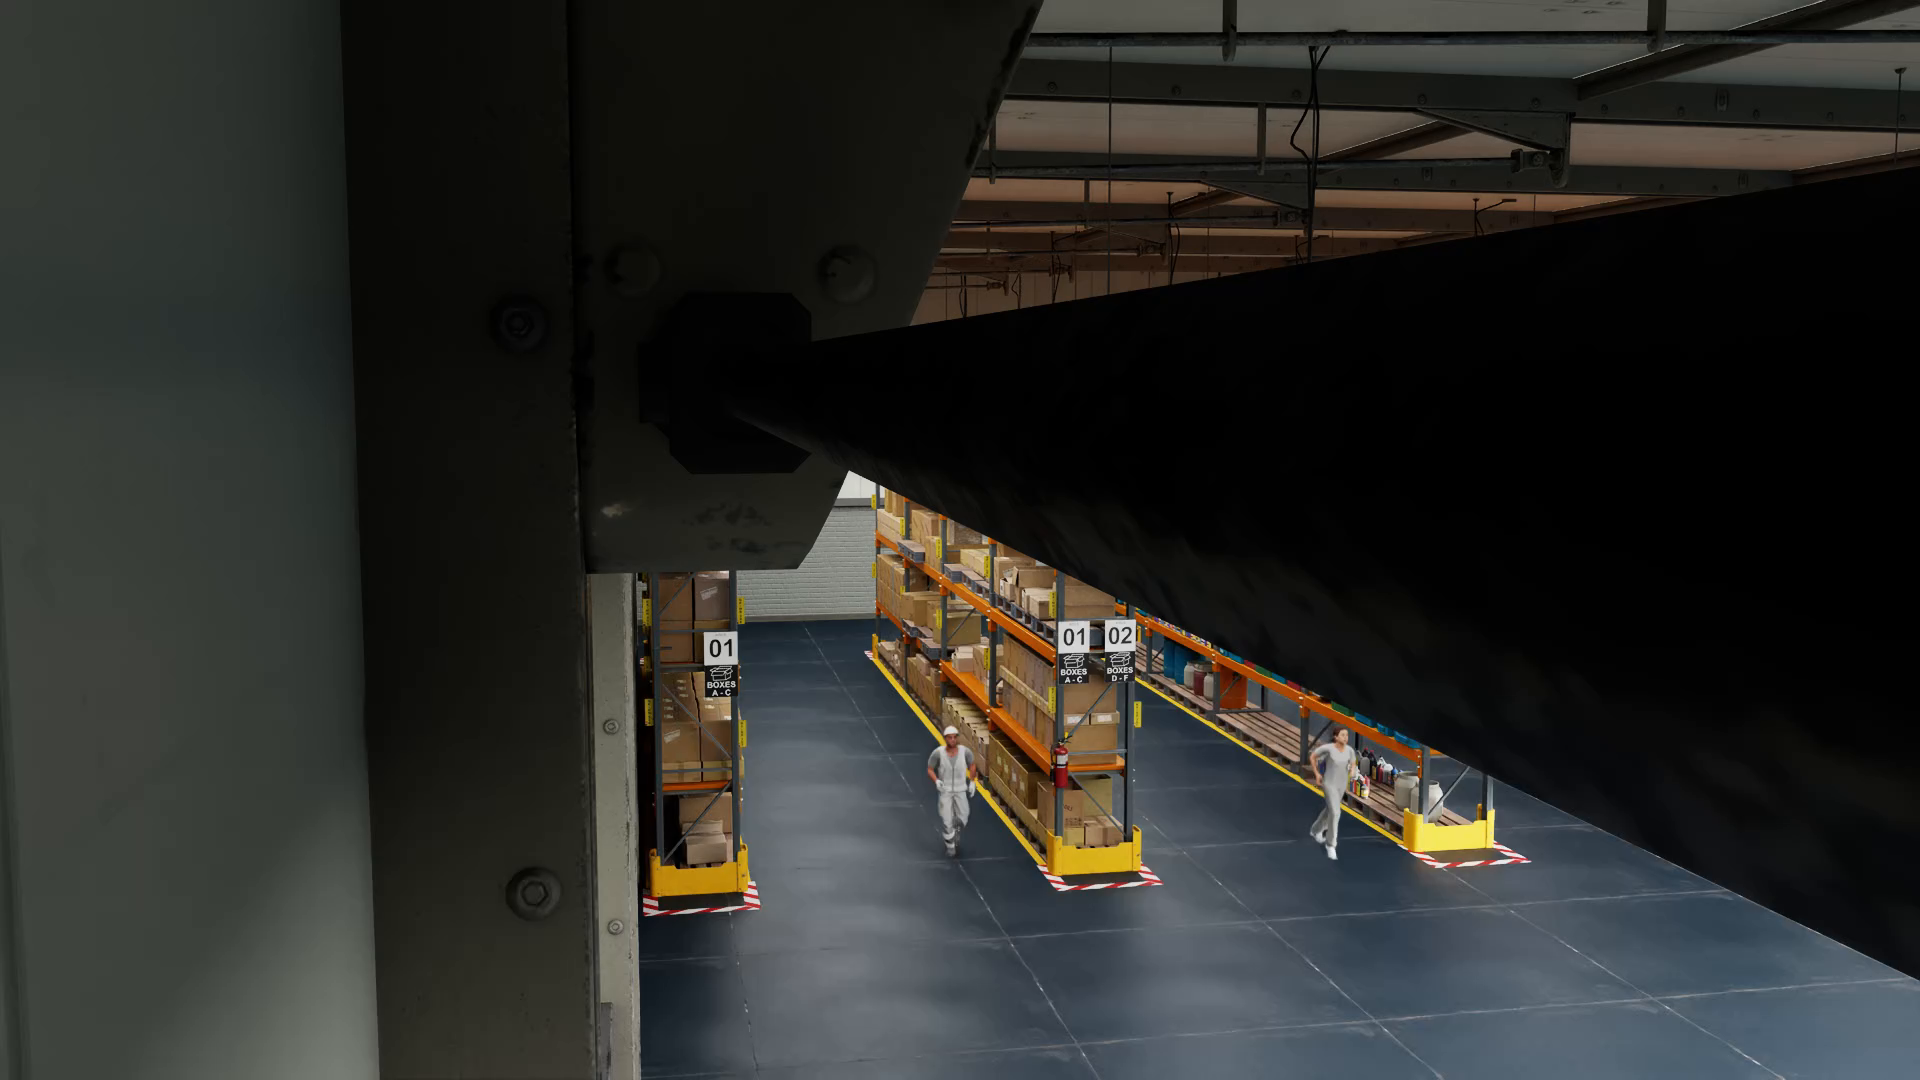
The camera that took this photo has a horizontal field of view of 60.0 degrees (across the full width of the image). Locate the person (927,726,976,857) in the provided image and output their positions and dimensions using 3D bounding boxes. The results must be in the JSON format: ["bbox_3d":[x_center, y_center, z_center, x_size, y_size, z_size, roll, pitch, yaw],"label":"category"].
[{"bbox_3d":[-0.096,3.265,21.613,0.664,1.728,0.606,-1,6,-8],"label":"person"}]

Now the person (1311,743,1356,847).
[{"bbox_3d":[4.928,3.308,21.935,0.537,1.303,0.704,-3,6,-23],"label":"person"}]
